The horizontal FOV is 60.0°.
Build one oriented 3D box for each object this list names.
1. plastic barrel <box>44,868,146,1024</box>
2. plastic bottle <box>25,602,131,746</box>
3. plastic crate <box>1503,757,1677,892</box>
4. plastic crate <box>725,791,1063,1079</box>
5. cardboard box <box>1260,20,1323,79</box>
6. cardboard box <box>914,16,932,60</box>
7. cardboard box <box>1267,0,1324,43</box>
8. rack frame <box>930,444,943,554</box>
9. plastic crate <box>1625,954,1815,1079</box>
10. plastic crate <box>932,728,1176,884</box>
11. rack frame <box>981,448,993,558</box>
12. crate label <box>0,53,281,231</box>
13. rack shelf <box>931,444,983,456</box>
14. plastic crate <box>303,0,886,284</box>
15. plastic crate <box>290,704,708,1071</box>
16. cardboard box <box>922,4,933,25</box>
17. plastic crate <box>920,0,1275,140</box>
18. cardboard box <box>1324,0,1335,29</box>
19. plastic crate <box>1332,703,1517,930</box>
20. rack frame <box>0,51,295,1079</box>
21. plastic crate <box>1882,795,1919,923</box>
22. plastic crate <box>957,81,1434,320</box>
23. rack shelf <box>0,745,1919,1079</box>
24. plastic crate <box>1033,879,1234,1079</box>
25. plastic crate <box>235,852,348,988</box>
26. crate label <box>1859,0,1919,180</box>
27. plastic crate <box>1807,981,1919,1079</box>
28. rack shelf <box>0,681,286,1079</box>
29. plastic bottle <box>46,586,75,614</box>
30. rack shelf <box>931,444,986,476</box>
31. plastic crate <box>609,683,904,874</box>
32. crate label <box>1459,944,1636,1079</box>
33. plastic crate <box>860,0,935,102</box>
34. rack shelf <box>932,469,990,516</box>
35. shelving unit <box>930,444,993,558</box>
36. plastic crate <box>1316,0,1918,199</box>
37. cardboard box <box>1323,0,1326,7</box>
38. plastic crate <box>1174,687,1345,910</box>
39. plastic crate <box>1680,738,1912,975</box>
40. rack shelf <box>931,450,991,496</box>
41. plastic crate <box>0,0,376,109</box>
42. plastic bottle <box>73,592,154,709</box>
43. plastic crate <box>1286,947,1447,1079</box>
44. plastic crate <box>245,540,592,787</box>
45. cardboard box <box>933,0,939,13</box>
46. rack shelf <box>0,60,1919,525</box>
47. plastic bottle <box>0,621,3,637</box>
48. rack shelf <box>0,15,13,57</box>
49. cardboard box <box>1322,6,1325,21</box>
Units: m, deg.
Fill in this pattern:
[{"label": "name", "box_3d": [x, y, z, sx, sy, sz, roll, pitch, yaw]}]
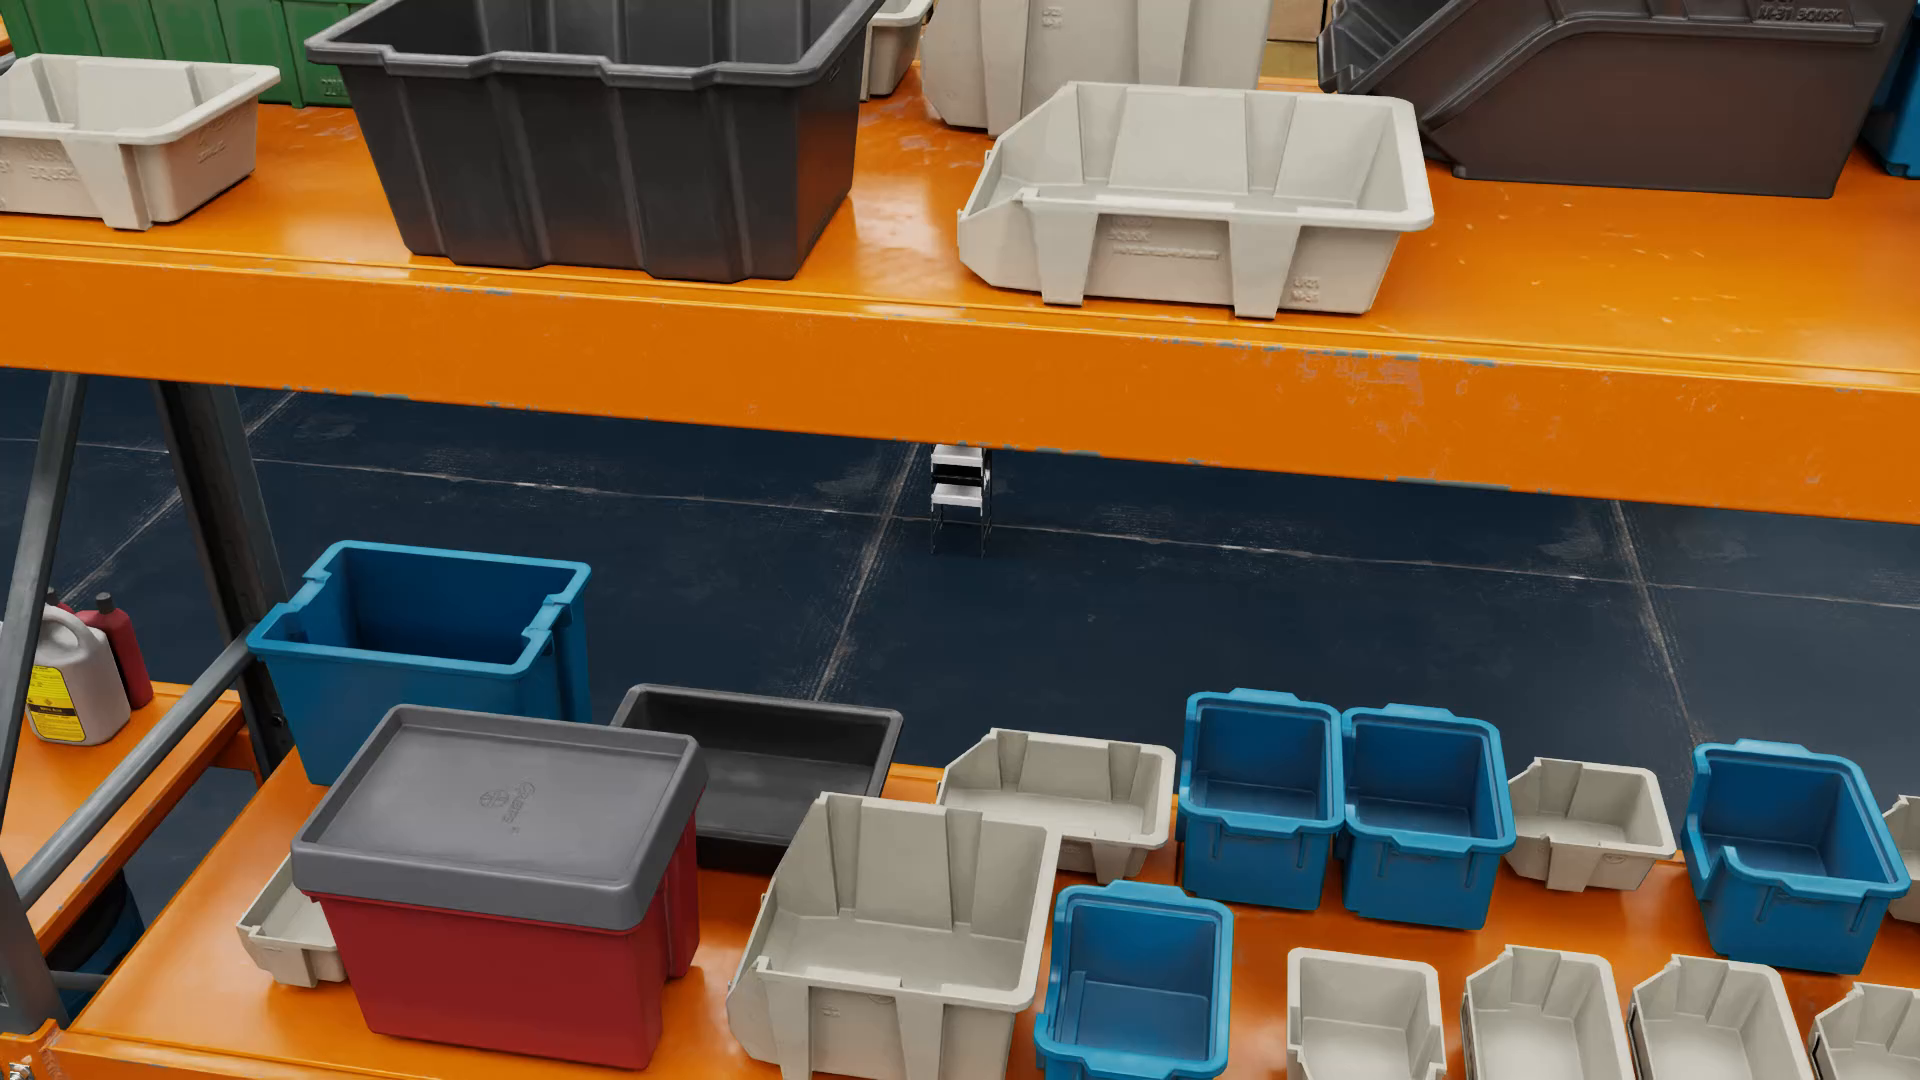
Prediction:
[{"label": "plastic barrel", "box_3d": [-2.121, 1.098, 3.751, 0.708, 0.901, 0.600, 5, 32, 8]}, {"label": "plastic bottle", "box_3d": [-1.920, 0.260, 3.554, 0.185, 0.351, 0.144, 5, 32, 8]}, {"label": "plastic crate", "box_3d": [1.196, 0.560, 3.219, 0.298, 0.136, 0.250, 5, 32, 8]}, {"label": "plastic crate", "box_3d": [-0.114, 0.701, 2.858, 0.530, 0.282, 0.437, 5, 32, 8]}, {"label": "cardboard box", "box_3d": [1.205, -1.866, 6.810, 0.500, 0.500, 0.500, 5, 32, 8]}, {"label": "cardboard box", "box_3d": [-0.294, -2.001, 7.025, 0.500, 0.500, 0.500, 6, 33, 9]}, {"label": "cardboard box", "box_3d": [1.191, -2.286, 6.538, 0.500, 0.500, 0.500, 6, 33, 10]}, {"label": "rack frame", "box_3d": [-0.092, -0.390, 6.525, 0.006, 0.900, 0.240, 5, 32, 8]}, {"label": "plastic crate", "box_3d": [1.237, 0.876, 2.716, 0.243, 0.136, 0.396, 5, 32, 8]}, {"label": "plastic crate", "box_3d": [0.179, 0.528, 3.271, 0.466, 0.136, 0.293, 5, 32, 8]}, {"label": "rack frame", "box_3d": [0.108, -0.372, 6.496, 0.006, 0.900, 0.240, 5, 32, 8]}, {"label": "crate label", "box_3d": [-1.154, -0.521, 2.177, 0.466, 0.136, 0.293, 5, 32, 8]}, {"label": "rack shelf", "box_3d": [0.008, -0.429, 6.480, 0.200, 0.077, 0.258, 5, 32, 8]}, {"label": "plastic crate", "box_3d": [-0.410, -0.518, 2.047, 0.590, 0.269, 0.497, 5, 32, 8]}, {"label": "plastic crate", "box_3d": [-0.750, 0.602, 2.844, 0.583, 0.464, 0.402, 5, 32, 8]}, {"label": "cardboard box", "box_3d": [-0.334, -2.424, 6.758, 0.500, 0.500, 0.500, 6, 33, 9]}, {"label": "plastic crate", "box_3d": [0.222, -0.780, 2.453, 0.530, 0.282, 0.437, 5, 32, 8]}, {"label": "cardboard box", "box_3d": [1.697, -2.240, 6.465, 0.500, 0.500, 0.500, 6, 33, 10]}, {"label": "plastic crate", "box_3d": [0.869, 0.535, 3.170, 0.300, 0.233, 0.416, 5, 32, 8]}, {"label": "rack frame", "box_3d": [-1.589, 0.445, 3.211, 0.053, 2.616, 0.949, 5, 32, 8]}, {"label": "plastic crate", "box_3d": [1.865, 0.621, 3.123, 0.298, 0.136, 0.250, 5, 32, 8]}, {"label": "plastic crate", "box_3d": [0.276, -0.414, 2.005, 0.530, 0.136, 0.437, 5, 32, 8]}, {"label": "rack shelf", "box_3d": [0.383, 0.927, 3.120, 4.000, 0.370, 1.077, 5, 32, 8]}, {"label": "plastic crate", "box_3d": [0.287, 0.797, 2.751, 0.300, 0.233, 0.416, 5, 32, 8]}, {"label": "plastic crate", "box_3d": [-1.153, 0.646, 3.082, 0.243, 0.136, 0.396, 5, 32, 8]}, {"label": "crate label", "box_3d": [1.500, -0.659, 2.289, 0.502, 0.251, 0.408, 5, 32, 8]}, {"label": "plastic crate", "box_3d": [1.521, 0.909, 2.663, 0.243, 0.136, 0.396, 5, 32, 8]}, {"label": "rack shelf", "box_3d": [-3.560, 0.570, 3.690, 4.000, 0.370, 1.077, 5, 32, 8]}, {"label": "plastic bottle", "box_3d": [-2.009, 0.225, 3.673, 0.133, 0.283, 0.061, 5, 32, 8]}, {"label": "rack shelf", "box_3d": [0.008, -0.352, 6.528, 0.200, 0.077, 0.258, 5, 32, 8]}, {"label": "plastic crate", "box_3d": [-0.439, 0.494, 3.336, 0.590, 0.125, 0.437, 5, 32, 8]}, {"label": "crate label", "box_3d": [0.959, 0.864, 2.735, 0.243, 0.136, 0.396, 5, 32, 8]}, {"label": "plastic crate", "box_3d": [-0.270, -0.801, 2.625, 0.466, 0.136, 0.293, 5, 32, 8]}, {"label": "rack shelf", "box_3d": [0.008, -0.200, 6.623, 0.200, 0.077, 0.258, 5, 32, 8]}, {"label": "shelving unit", "box_3d": [0.008, -0.381, 6.510, 0.210, 0.900, 0.258, 5, 32, 8]}, {"label": "plastic crate", "box_3d": [0.895, -0.725, 2.312, 0.767, 0.338, 0.504, 5, 32, 8]}, {"label": "cardboard box", "box_3d": [1.790, -2.523, 6.917, 0.500, 0.500, 0.500, 6, 32, 9]}, {"label": "plastic crate", "box_3d": [0.573, 0.508, 3.213, 0.300, 0.233, 0.416, 5, 32, 8]}, {"label": "plastic crate", "box_3d": [1.518, 0.593, 3.076, 0.300, 0.233, 0.416, 5, 32, 8]}, {"label": "rack shelf", "box_3d": [0.008, -0.276, 6.576, 0.200, 0.077, 0.258, 5, 32, 8]}, {"label": "plastic crate", "box_3d": [-1.120, -0.858, 2.666, 0.662, 0.188, 0.450, 5, 32, 8]}, {"label": "plastic bottle", "box_3d": [-1.878, 0.237, 3.654, 0.133, 0.283, 0.061, 5, 32, 8]}, {"label": "plastic crate", "box_3d": [0.664, 0.847, 2.762, 0.250, 0.136, 0.298, 5, 32, 8]}, {"label": "plastic crate", "box_3d": [-1.070, 0.288, 3.421, 0.575, 0.384, 0.392, 5, 32, 8]}, {"label": "cardboard box", "box_3d": [0.175, -2.378, 6.685, 0.500, 0.500, 0.500, 4, 32, 7]}, {"label": "rack shelf", "box_3d": [0.383, -0.344, 2.324, 4.000, 0.370, 1.077, 5, 32, 8]}, {"label": "plastic bottle", "box_3d": [-2.126, 0.259, 3.696, 0.097, 0.201, 0.097, 0, 32, 0]}, {"label": "rack shelf", "box_3d": [-3.560, -0.701, 2.894, 4.000, 0.370, 1.077, 5, 32, 8]}, {"label": "cardboard box", "box_3d": [1.795, -2.099, 7.182, 0.500, 0.500, 0.500, 5, 32, 8]}]
